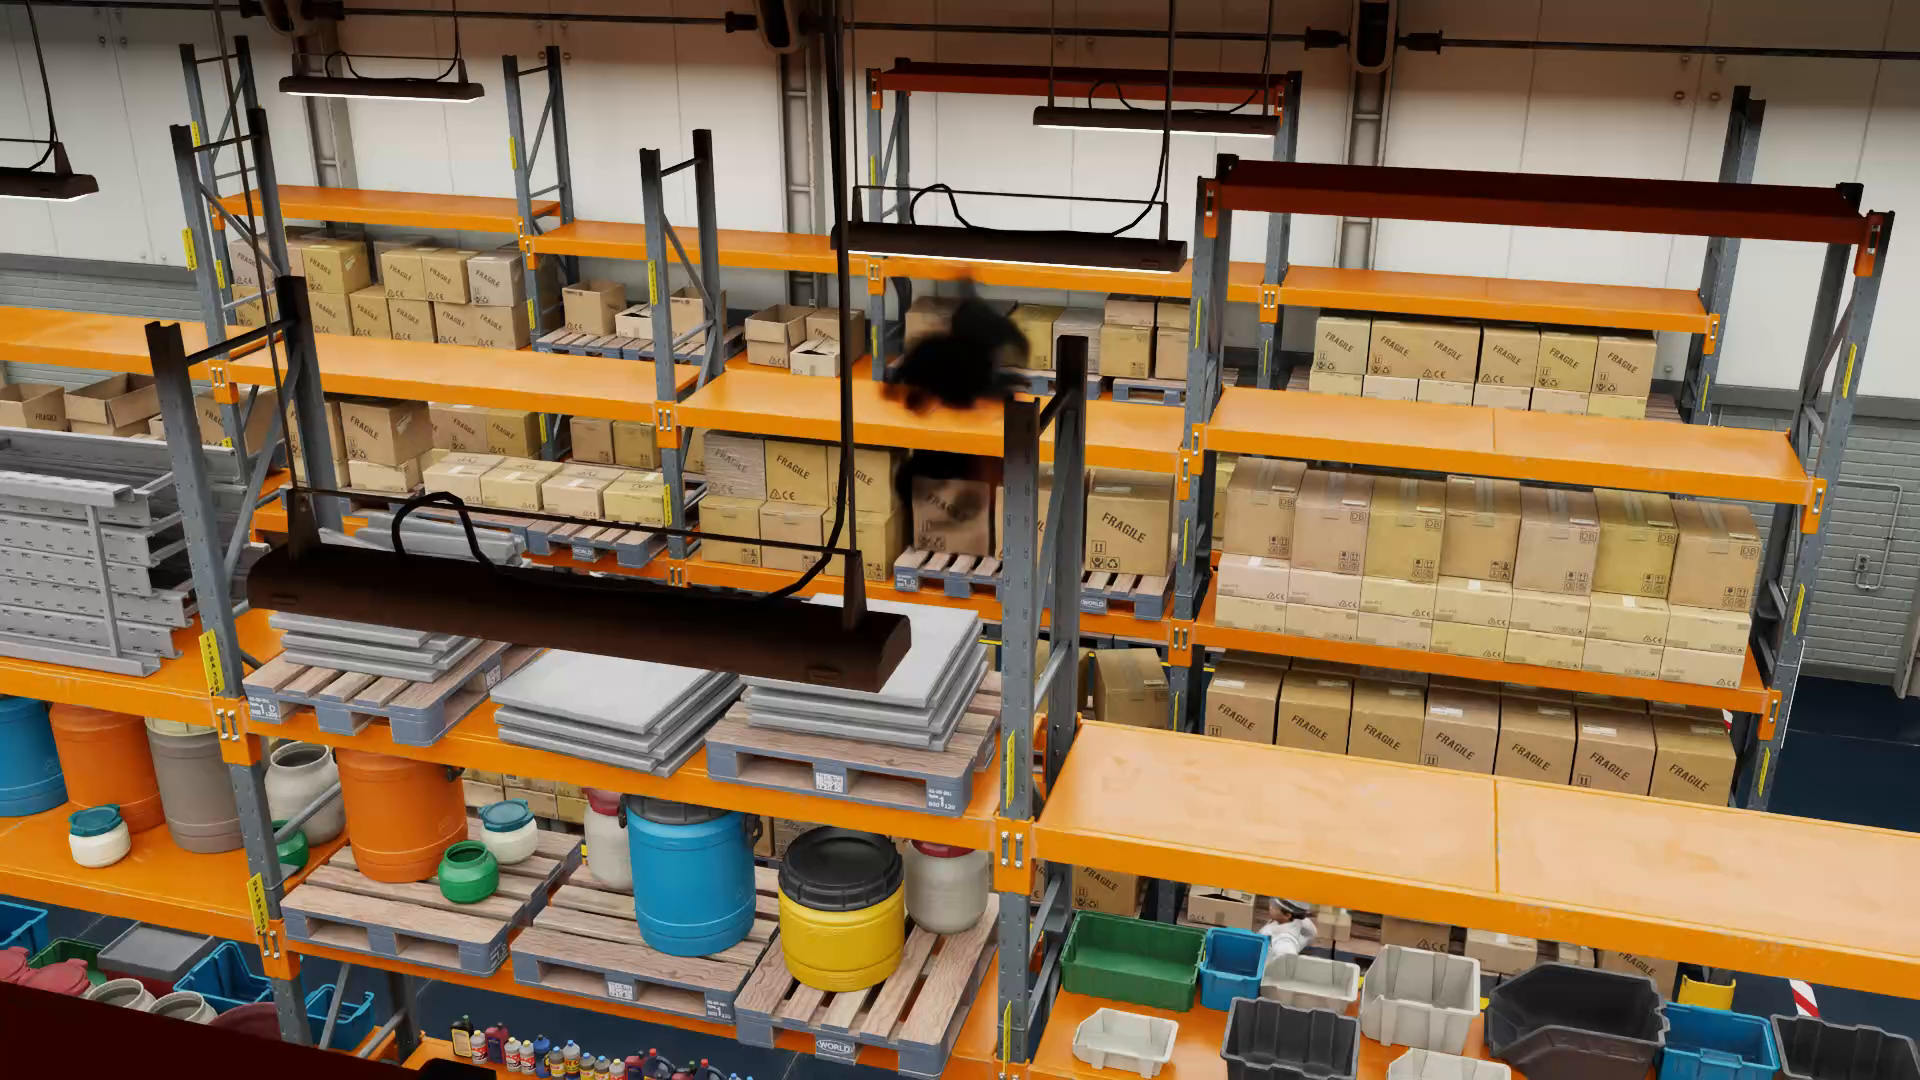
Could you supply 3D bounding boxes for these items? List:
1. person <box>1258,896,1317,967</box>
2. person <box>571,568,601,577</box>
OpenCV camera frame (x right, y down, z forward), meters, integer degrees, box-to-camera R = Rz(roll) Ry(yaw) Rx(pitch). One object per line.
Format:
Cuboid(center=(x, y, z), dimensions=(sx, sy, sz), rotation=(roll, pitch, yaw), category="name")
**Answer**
Cuboid(center=(2.149, 3.053, 11.184), dimensions=(0.855, 1.728, 0.594), rotation=(2, 23, 4), category="person")
Cuboid(center=(-3.589, 0.934, 16.159), dimensions=(0.987, 1.799, 0.633), rotation=(4, 23, 11), category="person")
